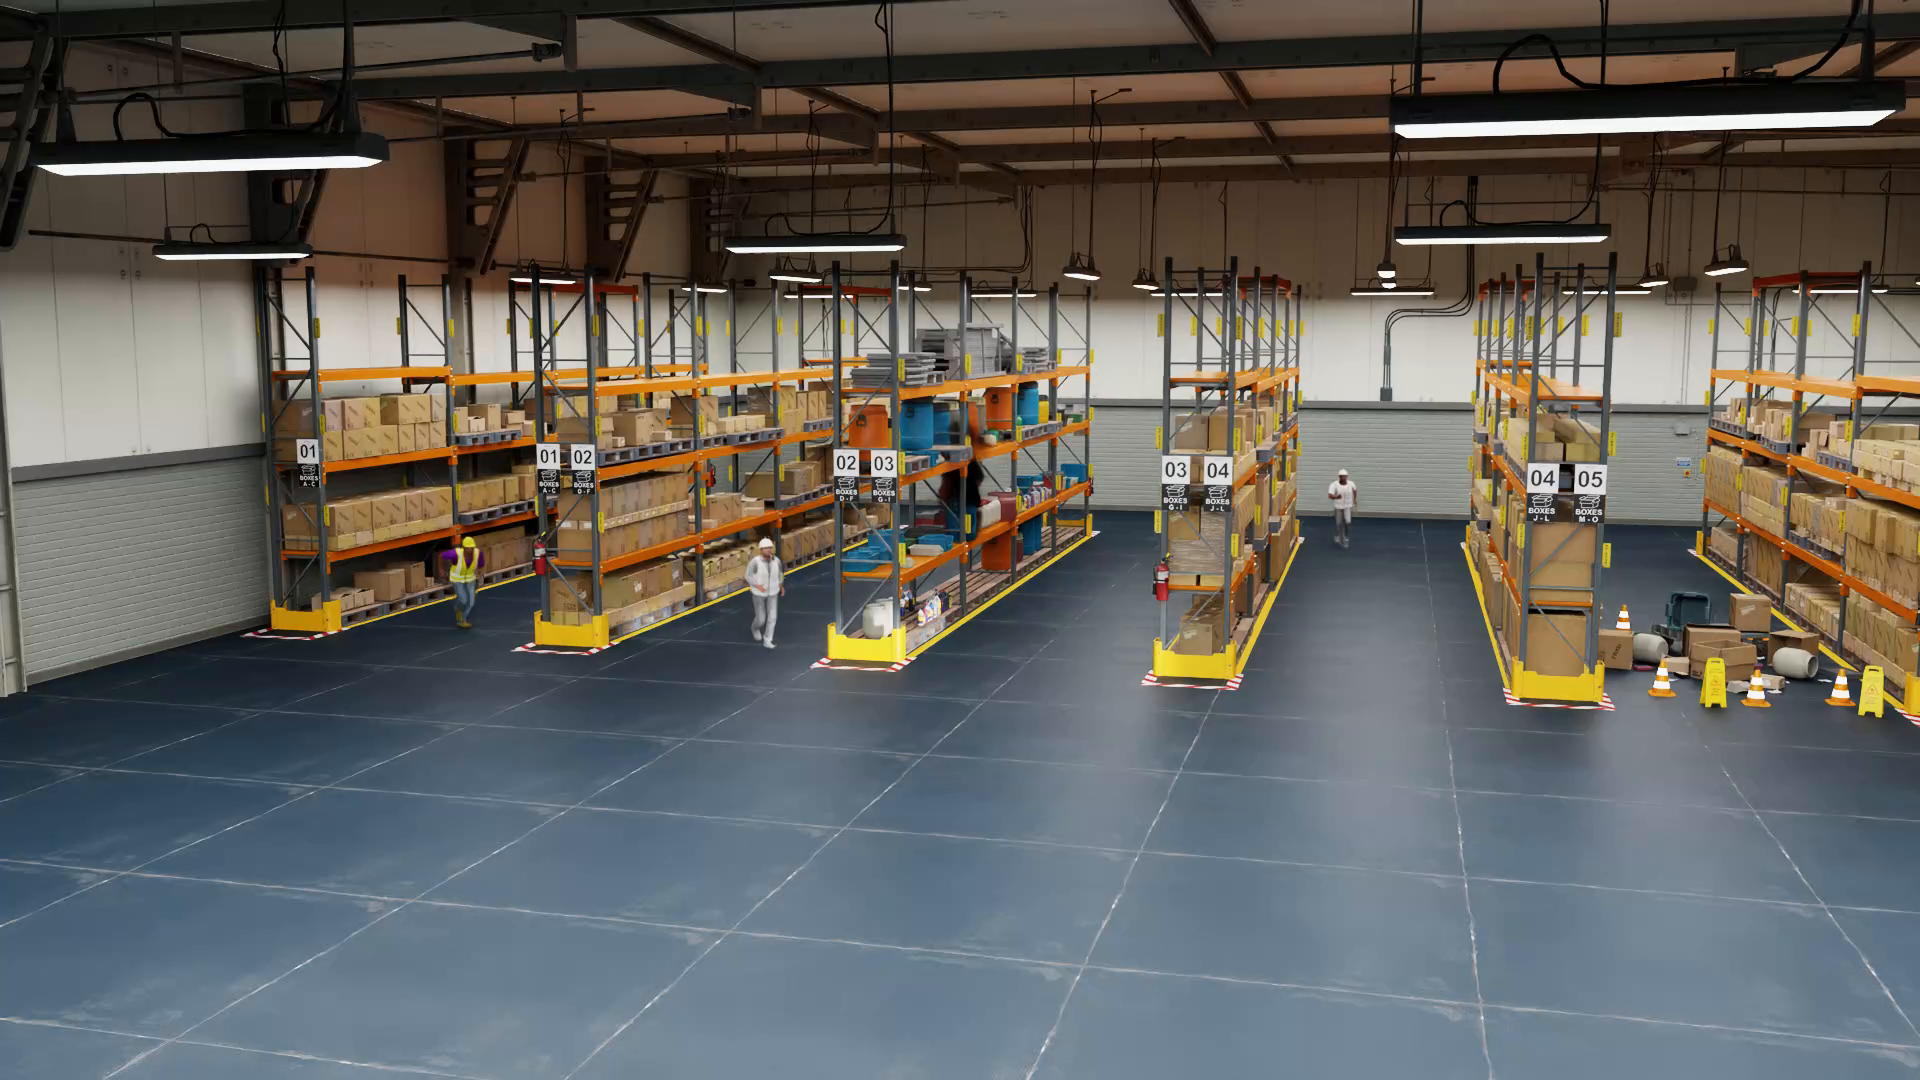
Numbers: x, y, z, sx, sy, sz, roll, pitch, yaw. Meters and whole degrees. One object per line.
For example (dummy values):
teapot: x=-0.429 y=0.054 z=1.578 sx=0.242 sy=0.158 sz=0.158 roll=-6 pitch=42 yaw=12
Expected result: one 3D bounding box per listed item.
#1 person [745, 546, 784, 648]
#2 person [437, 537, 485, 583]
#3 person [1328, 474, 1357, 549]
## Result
person: x=-3.084 y=0.845 z=26.160 sx=0.655 sy=1.676 sz=0.758 roll=-3 pitch=8 yaw=-22
person: x=-8.252 y=0.335 z=27.590 sx=0.744 sy=0.802 sz=0.701 roll=-5 pitch=9 yaw=-33
person: x=8.791 y=-0.698 z=38.219 sx=0.680 sy=1.787 sz=0.850 roll=1 pitch=7 yaw=5
